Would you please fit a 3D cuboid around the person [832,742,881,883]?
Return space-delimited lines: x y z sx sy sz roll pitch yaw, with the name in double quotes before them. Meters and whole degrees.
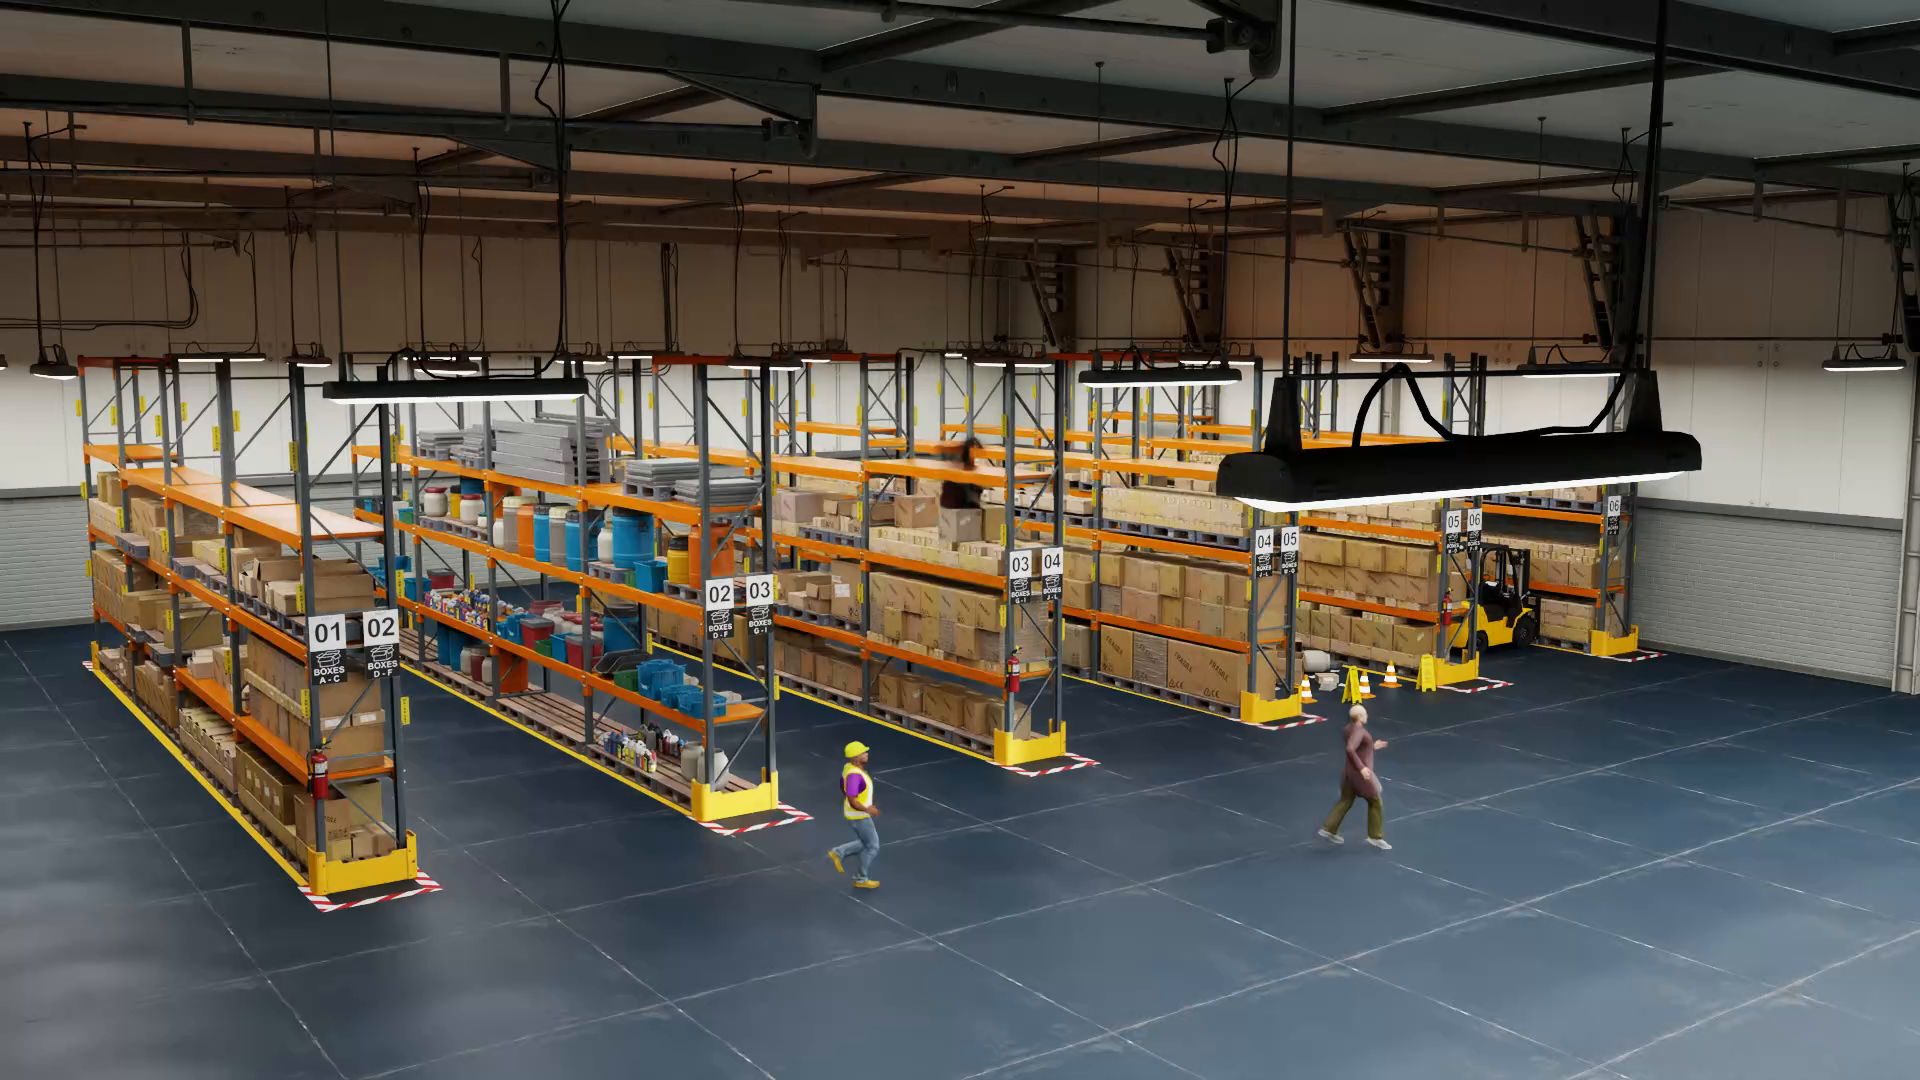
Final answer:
"person" -1.197 3.136 19.151 0.543 1.658 0.702 -1 7 -10

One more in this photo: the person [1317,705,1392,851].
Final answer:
"person" 4.905 2.948 20.569 0.926 1.831 0.646 -2 7 -13
